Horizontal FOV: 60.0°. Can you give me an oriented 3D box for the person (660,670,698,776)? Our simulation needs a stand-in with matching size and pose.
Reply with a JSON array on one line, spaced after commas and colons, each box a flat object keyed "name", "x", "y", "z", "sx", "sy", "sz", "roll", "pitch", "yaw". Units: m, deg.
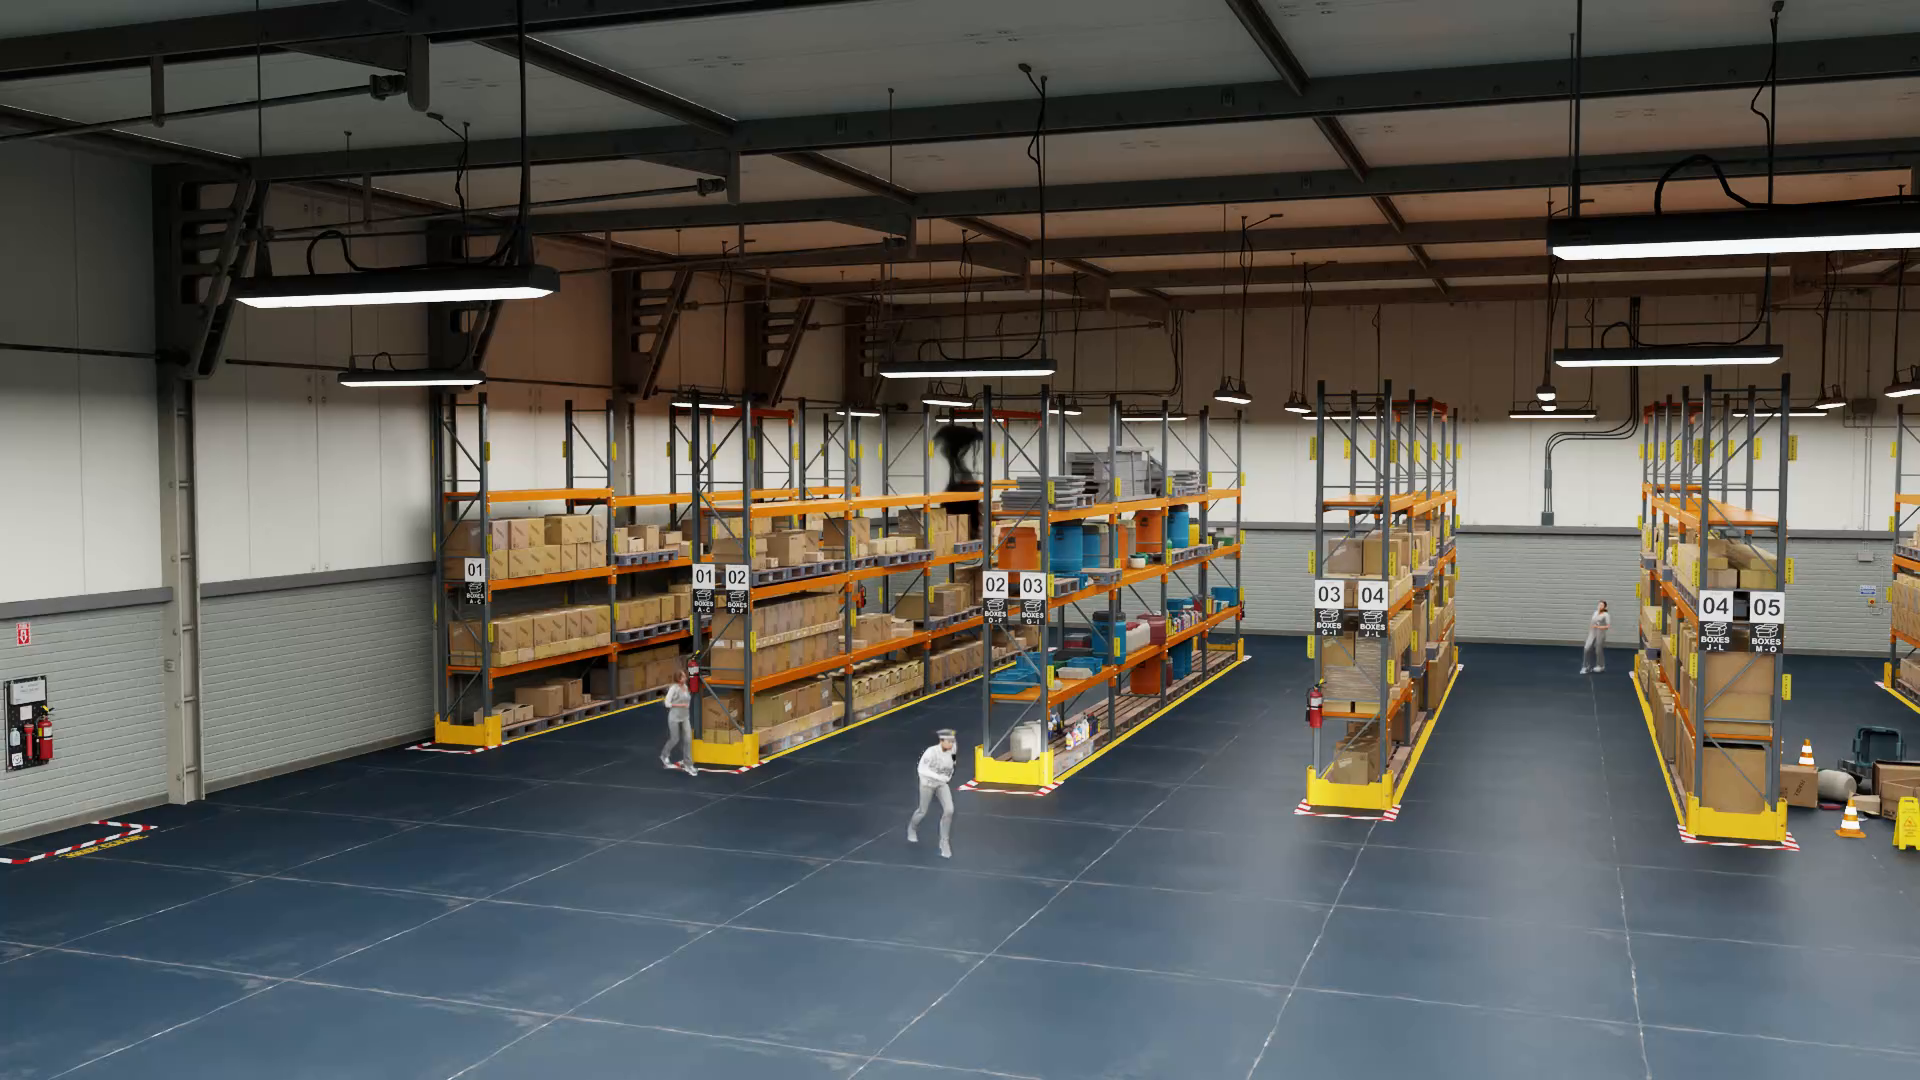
[{"name": "person", "x": -4.410, "y": 2.823, "z": 25.868, "sx": 0.816, "sy": 1.619, "sz": 0.523, "roll": 3, "pitch": 4, "yaw": 39}]

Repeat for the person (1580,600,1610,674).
[{"name": "person", "x": 14.424, "y": 2.201, "z": 37.485, "sx": 0.735, "sy": 1.671, "sz": 0.574, "roll": -3, "pitch": 4, "yaw": -40}]

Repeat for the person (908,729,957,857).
[{"name": "person", "x": -0.347, "y": 3.129, "z": 20.863, "sx": 0.657, "sy": 1.623, "sz": 0.959, "roll": -2, "pitch": 4, "yaw": -36}]
